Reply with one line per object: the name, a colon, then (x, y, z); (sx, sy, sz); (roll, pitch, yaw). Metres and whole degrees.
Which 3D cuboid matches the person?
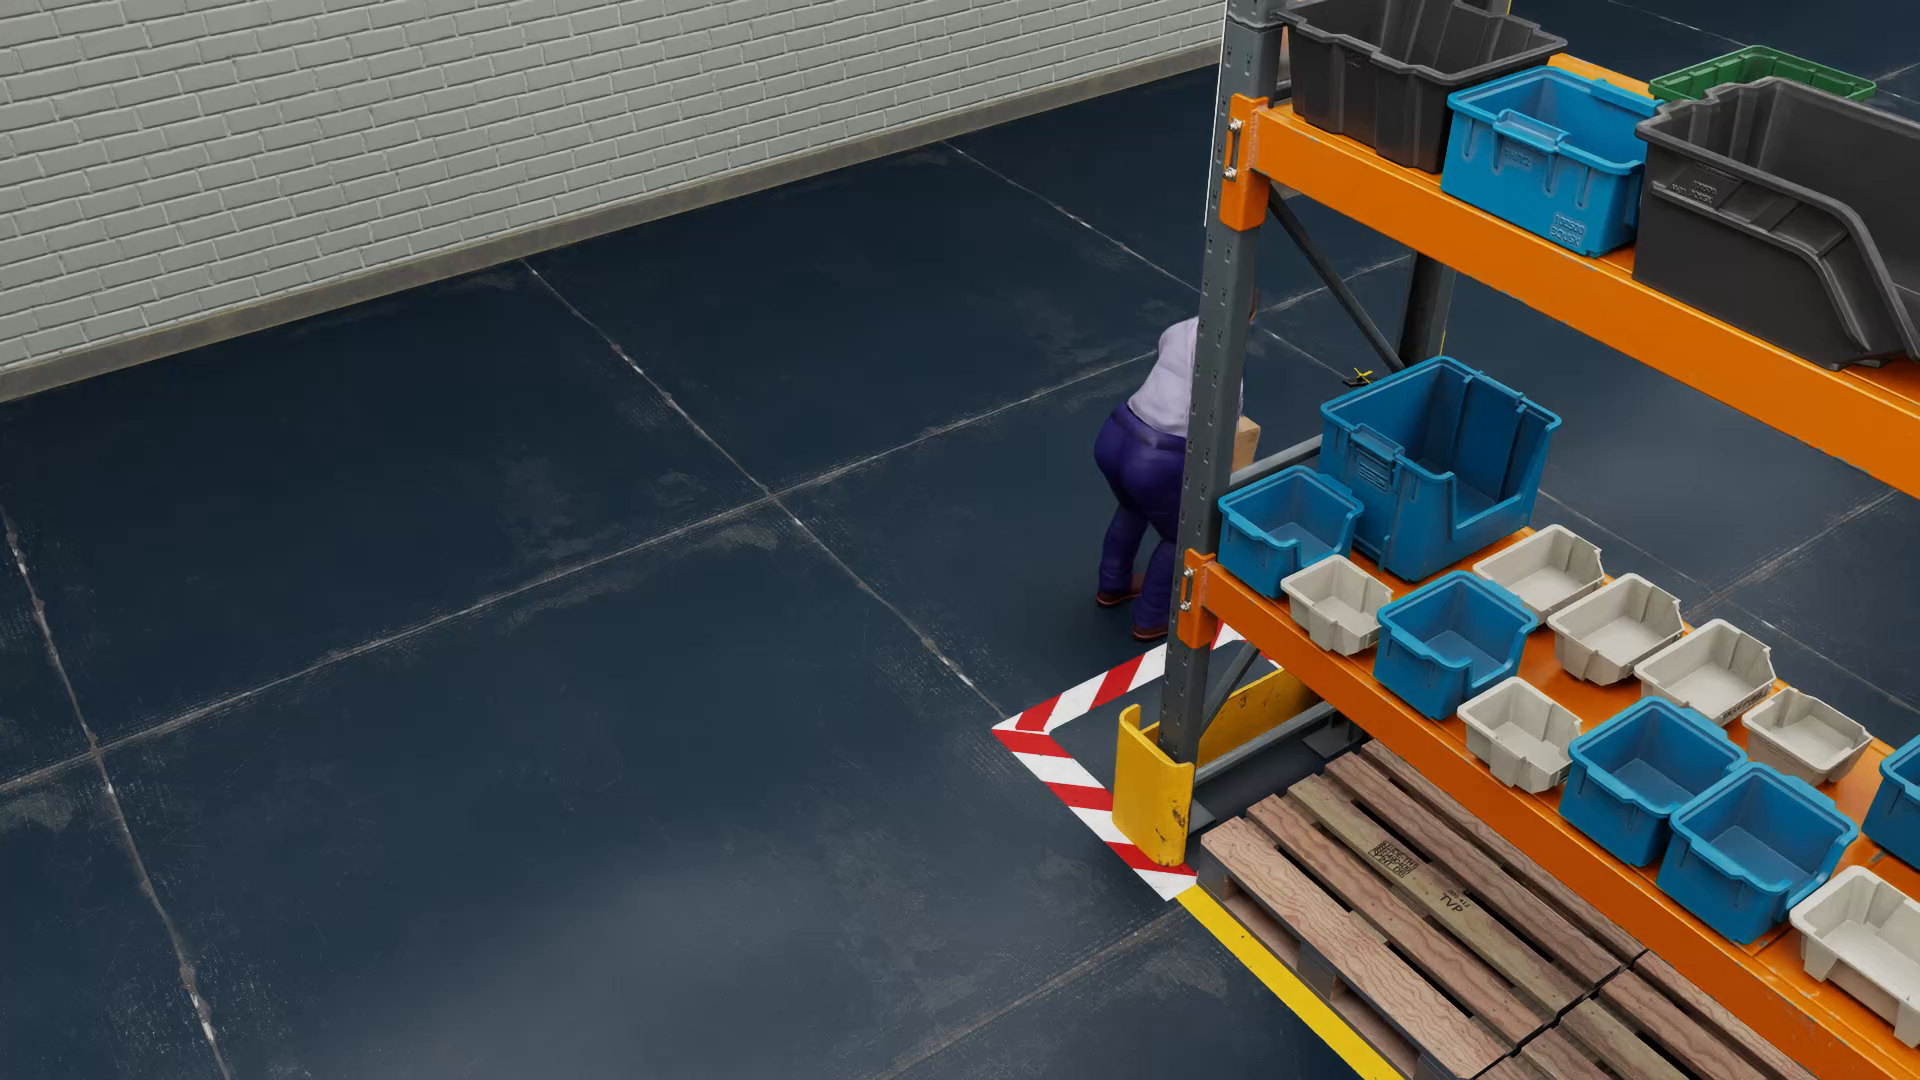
person: (0.881, -0.326, 6.735); (0.675, 1.497, 0.441); (-21, 41, -26)
